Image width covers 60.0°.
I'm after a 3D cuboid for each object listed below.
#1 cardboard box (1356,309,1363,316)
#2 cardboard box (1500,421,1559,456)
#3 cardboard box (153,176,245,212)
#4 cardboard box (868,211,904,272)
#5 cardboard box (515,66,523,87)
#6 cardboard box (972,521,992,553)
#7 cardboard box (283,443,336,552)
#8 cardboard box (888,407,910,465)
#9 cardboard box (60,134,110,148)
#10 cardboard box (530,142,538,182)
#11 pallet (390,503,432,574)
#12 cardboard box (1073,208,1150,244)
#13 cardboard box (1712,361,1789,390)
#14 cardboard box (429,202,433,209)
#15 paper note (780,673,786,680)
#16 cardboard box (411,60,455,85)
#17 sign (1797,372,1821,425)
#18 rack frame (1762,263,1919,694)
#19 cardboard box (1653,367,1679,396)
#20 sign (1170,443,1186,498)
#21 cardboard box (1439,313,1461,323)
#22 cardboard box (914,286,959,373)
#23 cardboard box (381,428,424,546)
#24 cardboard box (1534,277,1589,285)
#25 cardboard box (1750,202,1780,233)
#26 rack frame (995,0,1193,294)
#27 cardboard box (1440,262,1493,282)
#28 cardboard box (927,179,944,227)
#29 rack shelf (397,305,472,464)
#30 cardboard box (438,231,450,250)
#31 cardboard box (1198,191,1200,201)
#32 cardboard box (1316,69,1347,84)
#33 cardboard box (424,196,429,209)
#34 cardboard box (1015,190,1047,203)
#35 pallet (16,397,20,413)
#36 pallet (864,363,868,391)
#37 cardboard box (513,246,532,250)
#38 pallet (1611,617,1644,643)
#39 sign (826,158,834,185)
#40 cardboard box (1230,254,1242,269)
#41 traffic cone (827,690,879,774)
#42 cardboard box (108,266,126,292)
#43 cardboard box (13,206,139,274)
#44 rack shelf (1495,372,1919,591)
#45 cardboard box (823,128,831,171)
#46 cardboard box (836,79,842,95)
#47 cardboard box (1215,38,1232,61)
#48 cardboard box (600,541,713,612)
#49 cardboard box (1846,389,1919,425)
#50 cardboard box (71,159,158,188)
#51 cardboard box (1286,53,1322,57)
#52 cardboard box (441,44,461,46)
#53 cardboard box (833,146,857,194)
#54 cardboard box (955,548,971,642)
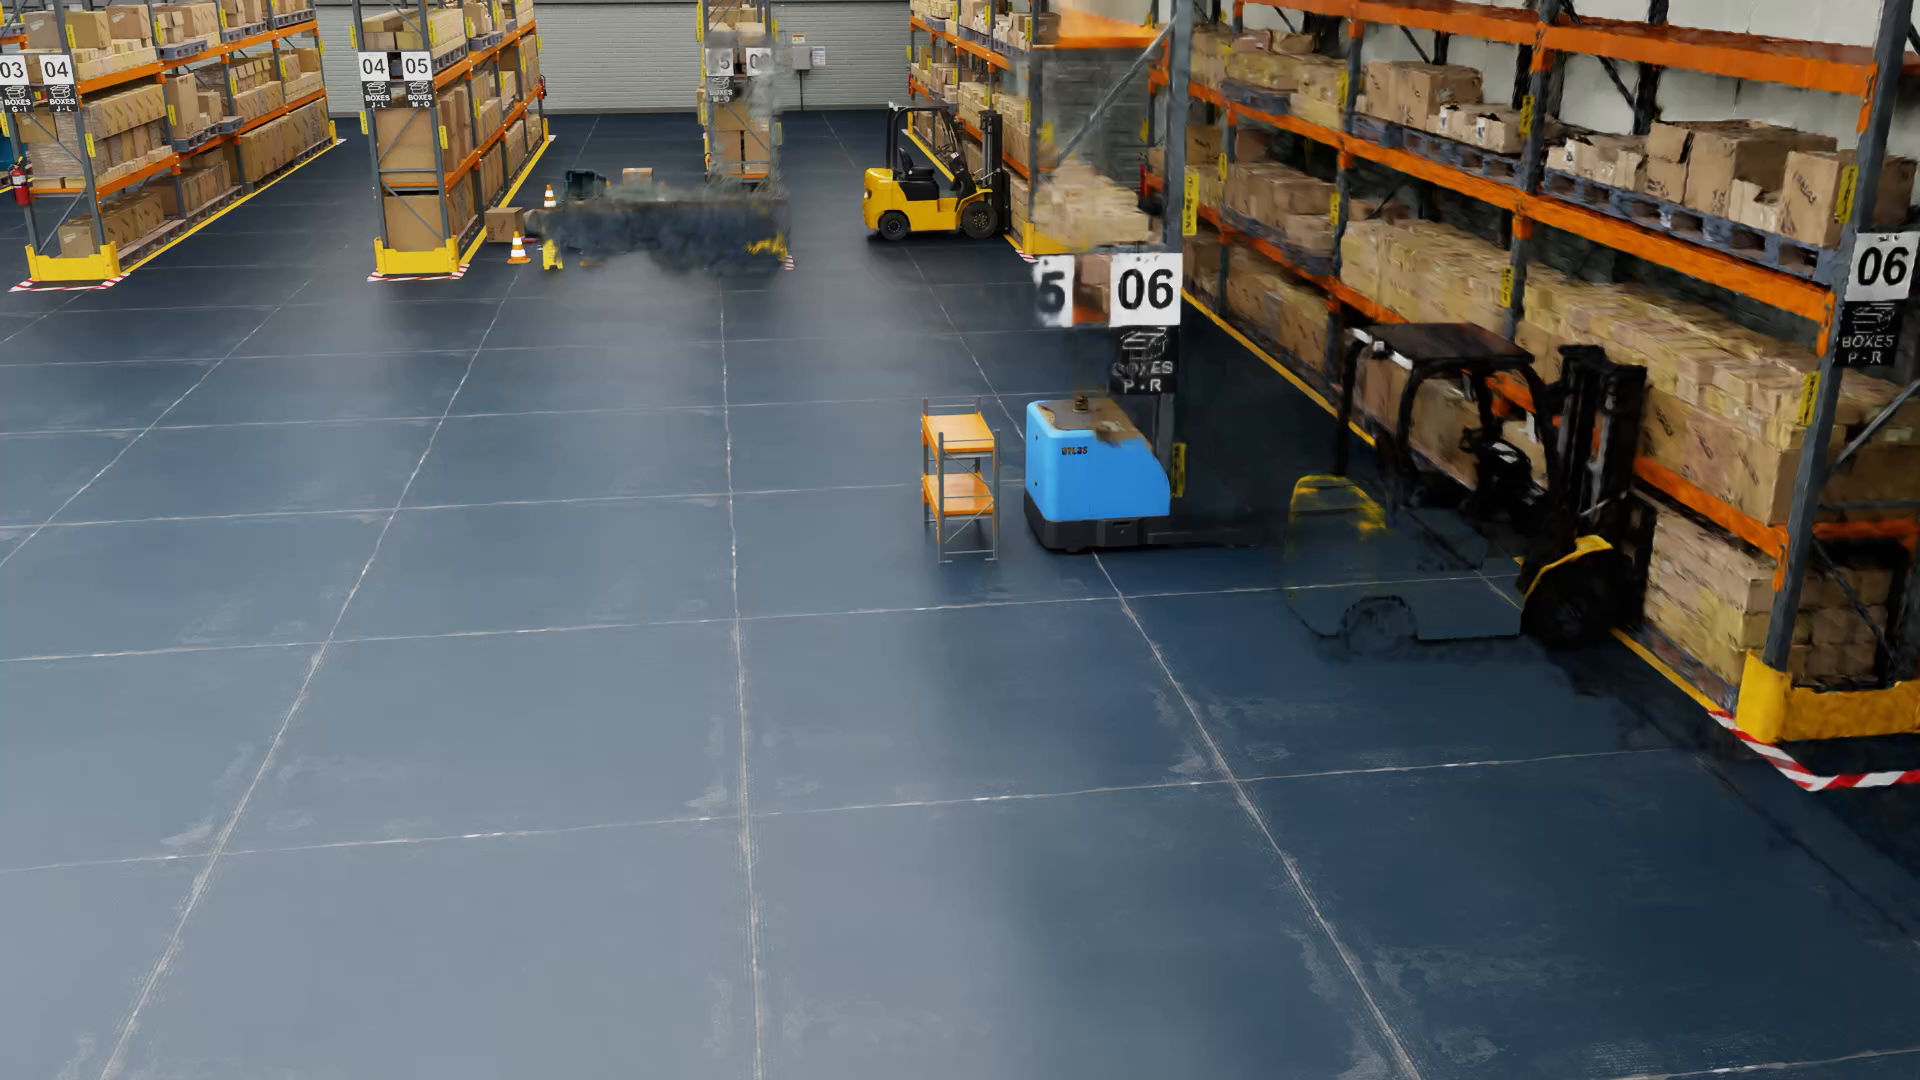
[{"bbox_3d":[0.664,-8.417,34.585,0.380,0.149,0.250,-2,21,-6],"label":"cardboard box"},{"bbox_3d":[0.778,-6.607,29.593,0.500,0.250,0.500,-3,21,-9],"label":"cardboard box"},{"bbox_3d":[-7.968,-7.615,24.581,0.380,0.149,0.250,-3,21,-7],"label":"cardboard box"},{"bbox_3d":[-4.633,-8.762,32.294,0.500,0.500,0.500,-4,21,-9],"label":"cardboard box"},{"bbox_3d":[-10.040,-11.874,37.721,0.500,0.250,0.500,-2,21,-5],"label":"cardboard box"},{"bbox_3d":[-3.728,-5.860,26.051,0.380,0.149,0.250,-3,21,-8],"label":"cardboard box"},{"bbox_3d":[-8.355,-6.078,26.062,0.875,0.550,0.550,-3,21,-8],"label":"cardboard box"},{"bbox_3d":[-4.180,-6.798,31.360,0.950,0.372,0.625,-2,21,-6],"label":"cardboard box"},{"bbox_3d":[-15.555,-10.884,37.861,0.500,0.500,0.500,-3,21,-9],"label":"cardboard box"},{"bbox_3d":[-10.187,-11.075,39.088,0.500,0.500,0.500,-2,21,-7],"label":"cardboard box"},{"bbox_3d":[-8.962,-5.834,29.608,1.003,0.211,1.213,-3,21,-8],"label":"pallet"},{"bbox_3d":[-3.165,-7.571,25.206,0.380,0.149,0.250,-3,21,-8],"label":"cardboard box"},{"bbox_3d":[1.242,-6.895,26.968,0.380,0.149,0.250,-3,21,-7],"label":"cardboard box"},{"bbox_3d":[-10.289,-9.616,35.082,0.380,0.149,0.250,-3,21,-9],"label":"cardboard box"},{"bbox_3d":[-5.224,-4.880,27.341,0.032,0.001,0.123,-3,21,-8],"label":"paper note"},{"bbox_3d":[-9.289,-10.491,32.568,0.396,0.266,0.258,-3,21,-8],"label":"cardboard box"},{"bbox_3d":[1.056,-6.659,25.839,0.100,0.325,0.005,-3,21,-8],"label":"sign"},{"bbox_3d":[1.595,-6.028,26.143,1.000,3.000,0.127,-3,21,-8],"label":"rack frame"},{"bbox_3d":[1.059,-6.928,27.481,0.380,0.149,0.250,-3,21,-7],"label":"cardboard box"},{"bbox_3d":[-2.779,-6.209,25.391,0.100,0.325,0.005,-3,21,-8],"label":"sign"},{"bbox_3d":[0.609,-7.678,30.774,0.500,0.250,0.500,-3,21,-8],"label":"cardboard box"},{"bbox_3d":[-3.946,-7.300,27.550,0.700,0.500,0.500,-3,21,-9],"label":"cardboard box"},{"bbox_3d":[-8.955,-6.230,29.299,1.050,0.750,0.750,-3,21,-8],"label":"cardboard box"},{"bbox_3d":[1.194,-7.992,30.331,0.380,0.149,0.250,-4,21,-10],"label":"cardboard box"},{"bbox_3d":[1.175,-7.831,26.298,0.380,0.149,0.250,-4,21,-9],"label":"cardboard box"},{"bbox_3d":[-3.316,-8.587,24.420,1.000,3.000,0.127,-3,21,-8],"label":"rack frame"},{"bbox_3d":[0.567,-8.225,30.955,0.380,0.149,0.250,-3,21,-9],"label":"cardboard box"},{"bbox_3d":[-3.957,-8.117,27.239,0.500,0.250,0.500,-3,21,-7],"label":"cardboard box"},{"bbox_3d":[-9.065,-7.232,30.395,1.077,0.370,4.000,-3,21,-8],"label":"rack shelf"},{"bbox_3d":[-9.229,-8.791,32.448,0.380,0.149,0.250,-3,21,-8],"label":"cardboard box"},{"bbox_3d":[-0.626,-10.520,38.528,0.380,0.149,0.250,-3,21,-9],"label":"cardboard box"},{"bbox_3d":[0.083,-10.839,33.957,0.380,0.149,0.250,-3,21,-9],"label":"cardboard box"},{"bbox_3d":[-10.247,-9.660,34.775,0.380,0.149,0.250,-3,21,-7],"label":"cardboard box"},{"bbox_3d":[-3.697,-7.809,25.843,0.380,0.149,0.250,-3,21,-7],"label":"cardboard box"},{"bbox_3d":[-14.487,-7.438,33.904,1.003,0.211,1.213,-3,21,-8],"label":"pallet"},{"bbox_3d":[-4.508,-7.517,34.114,1.003,0.211,1.213,-3,21,-8],"label":"pallet"},{"bbox_3d":[-10.062,-9.735,38.692,0.380,0.149,0.250,-4,21,-10],"label":"cardboard box"},{"bbox_3d":[1.271,-5.406,28.463,1.003,0.211,1.213,-3,21,-8],"label":"pallet"},{"bbox_3d":[-5.595,-10.345,36.352,0.100,0.325,0.005,-3,21,-8],"label":"sign"},{"bbox_3d":[-0.346,-9.375,37.149,0.380,0.149,0.250,-2,21,-5],"label":"cardboard box"},{"bbox_3d":[-4.655,-4.672,26.138,0.336,0.463,0.334,-3,21,-8],"label":"traffic cone"},{"bbox_3d":[-8.619,-7.208,24.631,0.380,0.149,0.250,-3,21,-7],"label":"cardboard box"},{"bbox_3d":[-8.547,-7.365,24.481,0.500,0.250,0.500,-3,21,-7],"label":"cardboard box"},{"bbox_3d":[1.307,-6.384,28.123,1.077,0.370,4.000,-3,21,-8],"label":"rack shelf"},{"bbox_3d":[-5.535,-10.948,37.743,0.500,0.500,0.500,-3,21,-7],"label":"cardboard box"},{"bbox_3d":[-5.210,-10.968,34.816,0.380,0.166,0.250,-4,21,-11],"label":"cardboard box"},{"bbox_3d":[-0.446,-12.054,37.064,0.500,0.250,0.500,-3,21,-8],"label":"cardboard box"},{"bbox_3d":[-6.218,-5.474,28.034,0.797,0.637,0.503,-3,21,-8],"label":"cardboard box"},{"bbox_3d":[1.758,-6.645,26.300,0.380,0.149,0.250,-3,21,-9],"label":"cardboard box"},{"bbox_3d":[-8.729,-7.847,25.203,0.380,0.149,0.250,-3,21,-8],"label":"cardboard box"},{"bbox_3d":[0.128,-11.581,35.915,0.380,0.149,0.250,-3,21,-9],"label":"cardboard box"},{"bbox_3d":[-10.291,-11.767,36.152,0.380,0.149,0.250,-2,21,-6],"label":"cardboard box"},{"bbox_3d":[-5.267,-10.280,35.954,0.500,0.500,0.500,-3,21,-7],"label":"cardboard box"},{"bbox_3d":[-3.768,-5.481,26.936,0.500,0.500,0.500,-2,21,-6],"label":"cardboard box"}]
